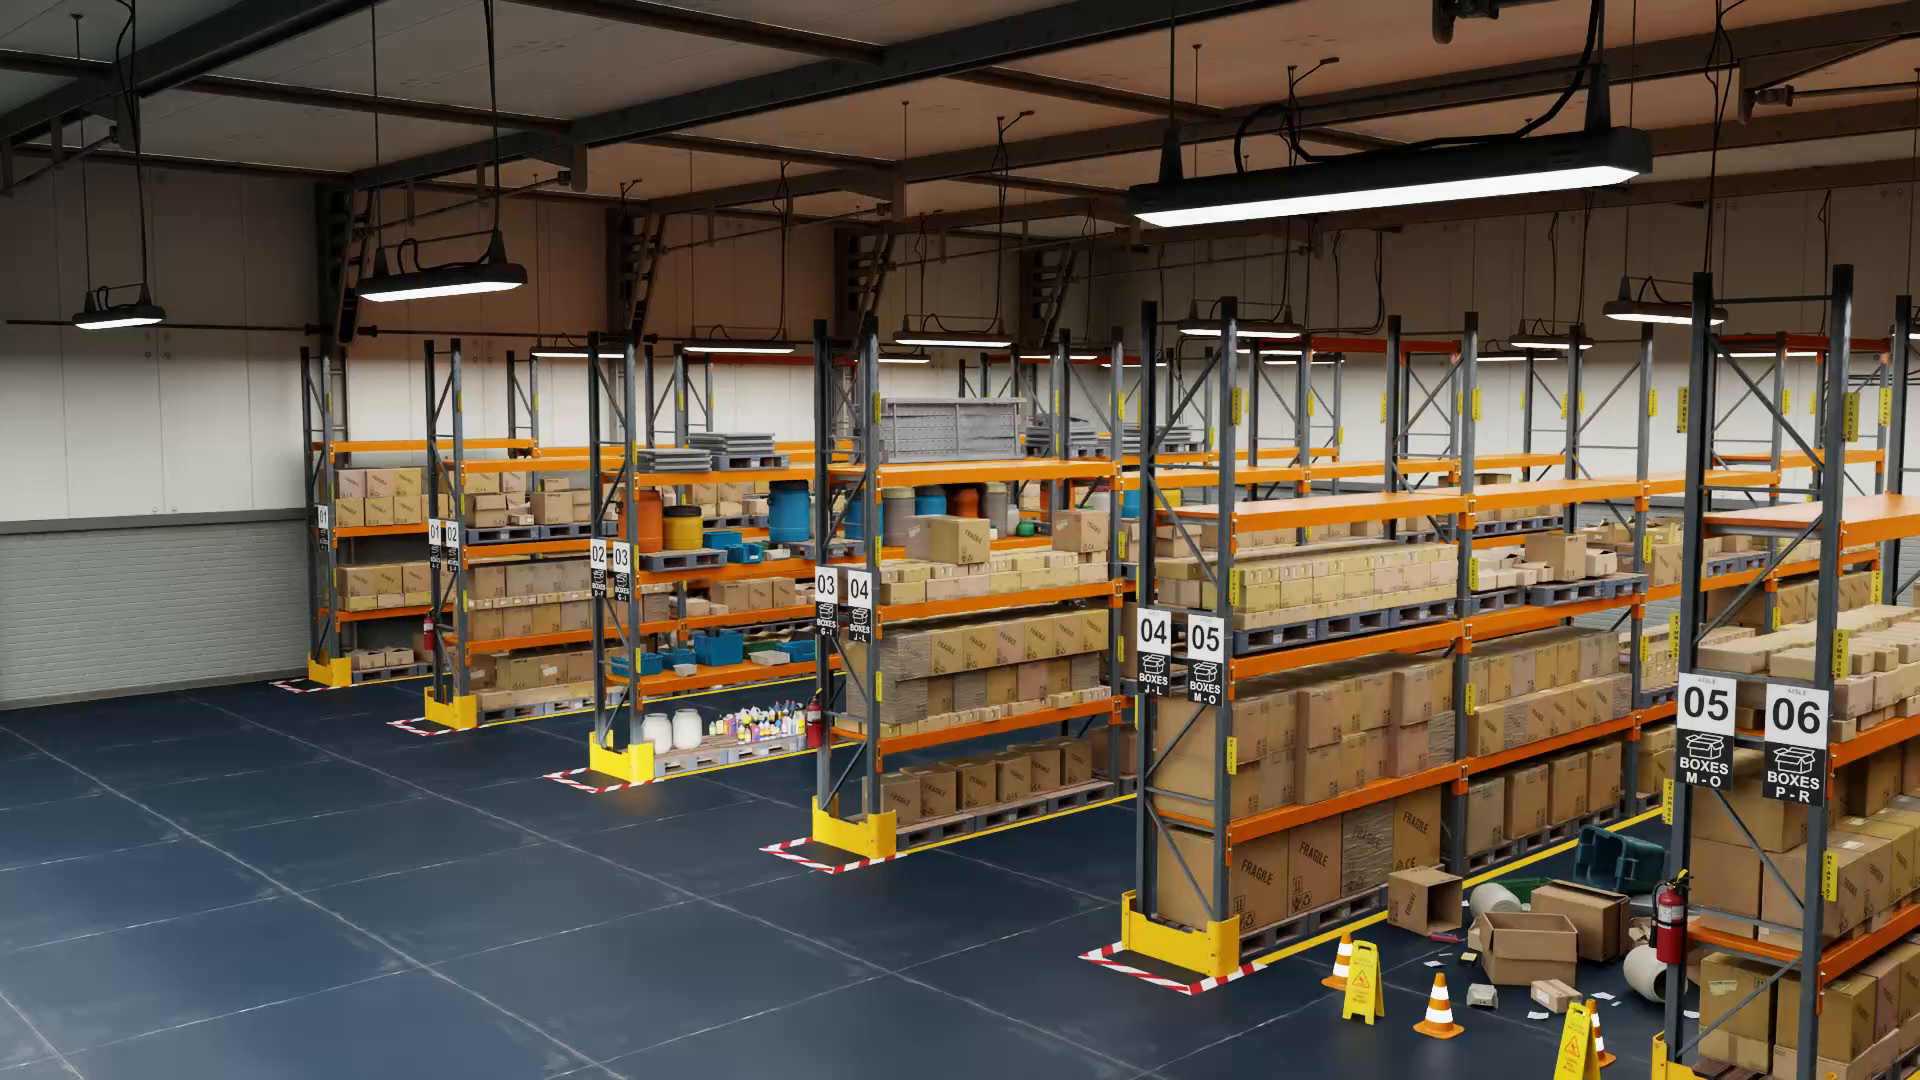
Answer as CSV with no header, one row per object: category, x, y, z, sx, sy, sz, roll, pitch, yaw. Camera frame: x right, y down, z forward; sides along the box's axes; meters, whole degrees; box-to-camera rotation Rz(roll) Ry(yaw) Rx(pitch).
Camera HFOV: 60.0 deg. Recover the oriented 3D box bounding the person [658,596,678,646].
person,-5.502,1.633,31.216,0.742,1.595,0.878,2,5,23
